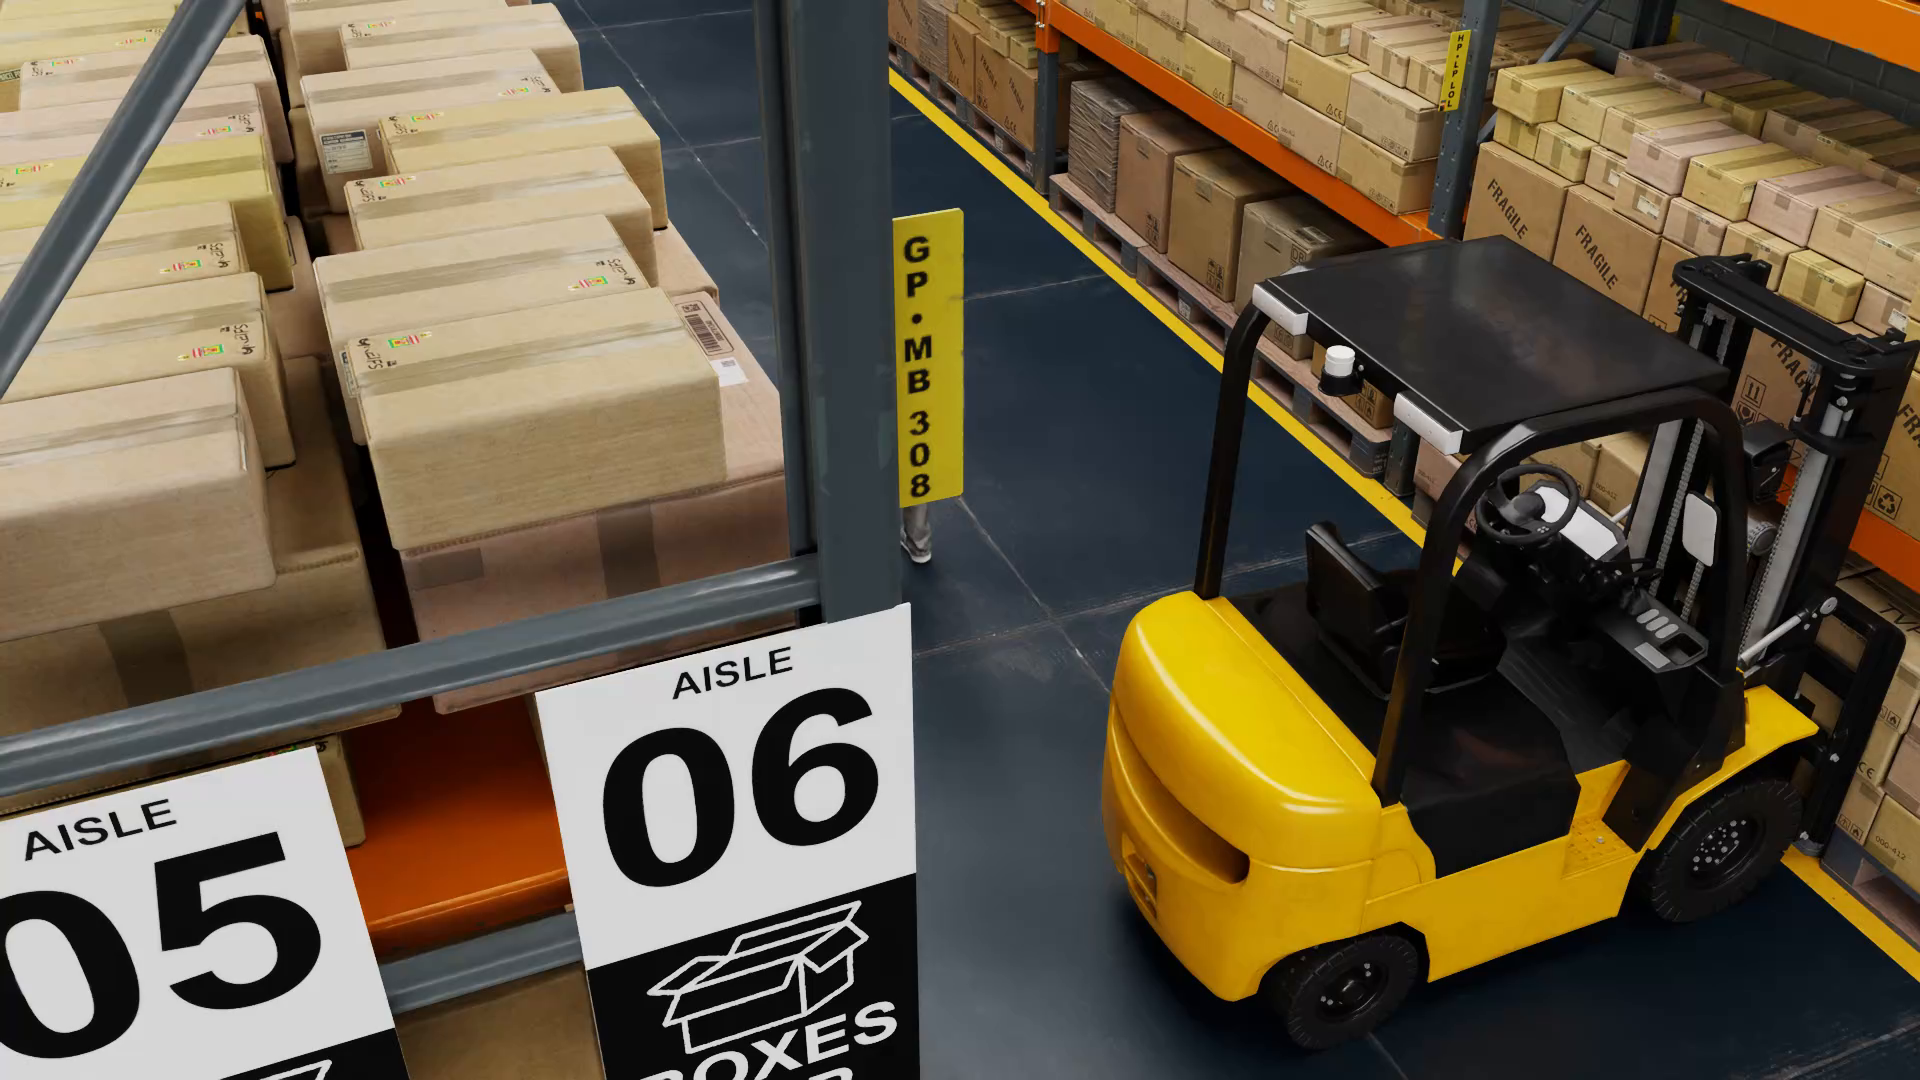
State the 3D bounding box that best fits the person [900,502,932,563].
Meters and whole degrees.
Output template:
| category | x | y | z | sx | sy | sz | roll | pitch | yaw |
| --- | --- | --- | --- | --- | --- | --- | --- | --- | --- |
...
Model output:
| category | x | y | z | sx | sy | sz | roll | pitch | yaw |
| --- | --- | --- | --- | --- | --- | --- | --- | --- | --- |
| person | -0.323 | -0.575 | 7.019 | 0.407 | 1.586 | 0.300 | -12 | 36 | -18 |
